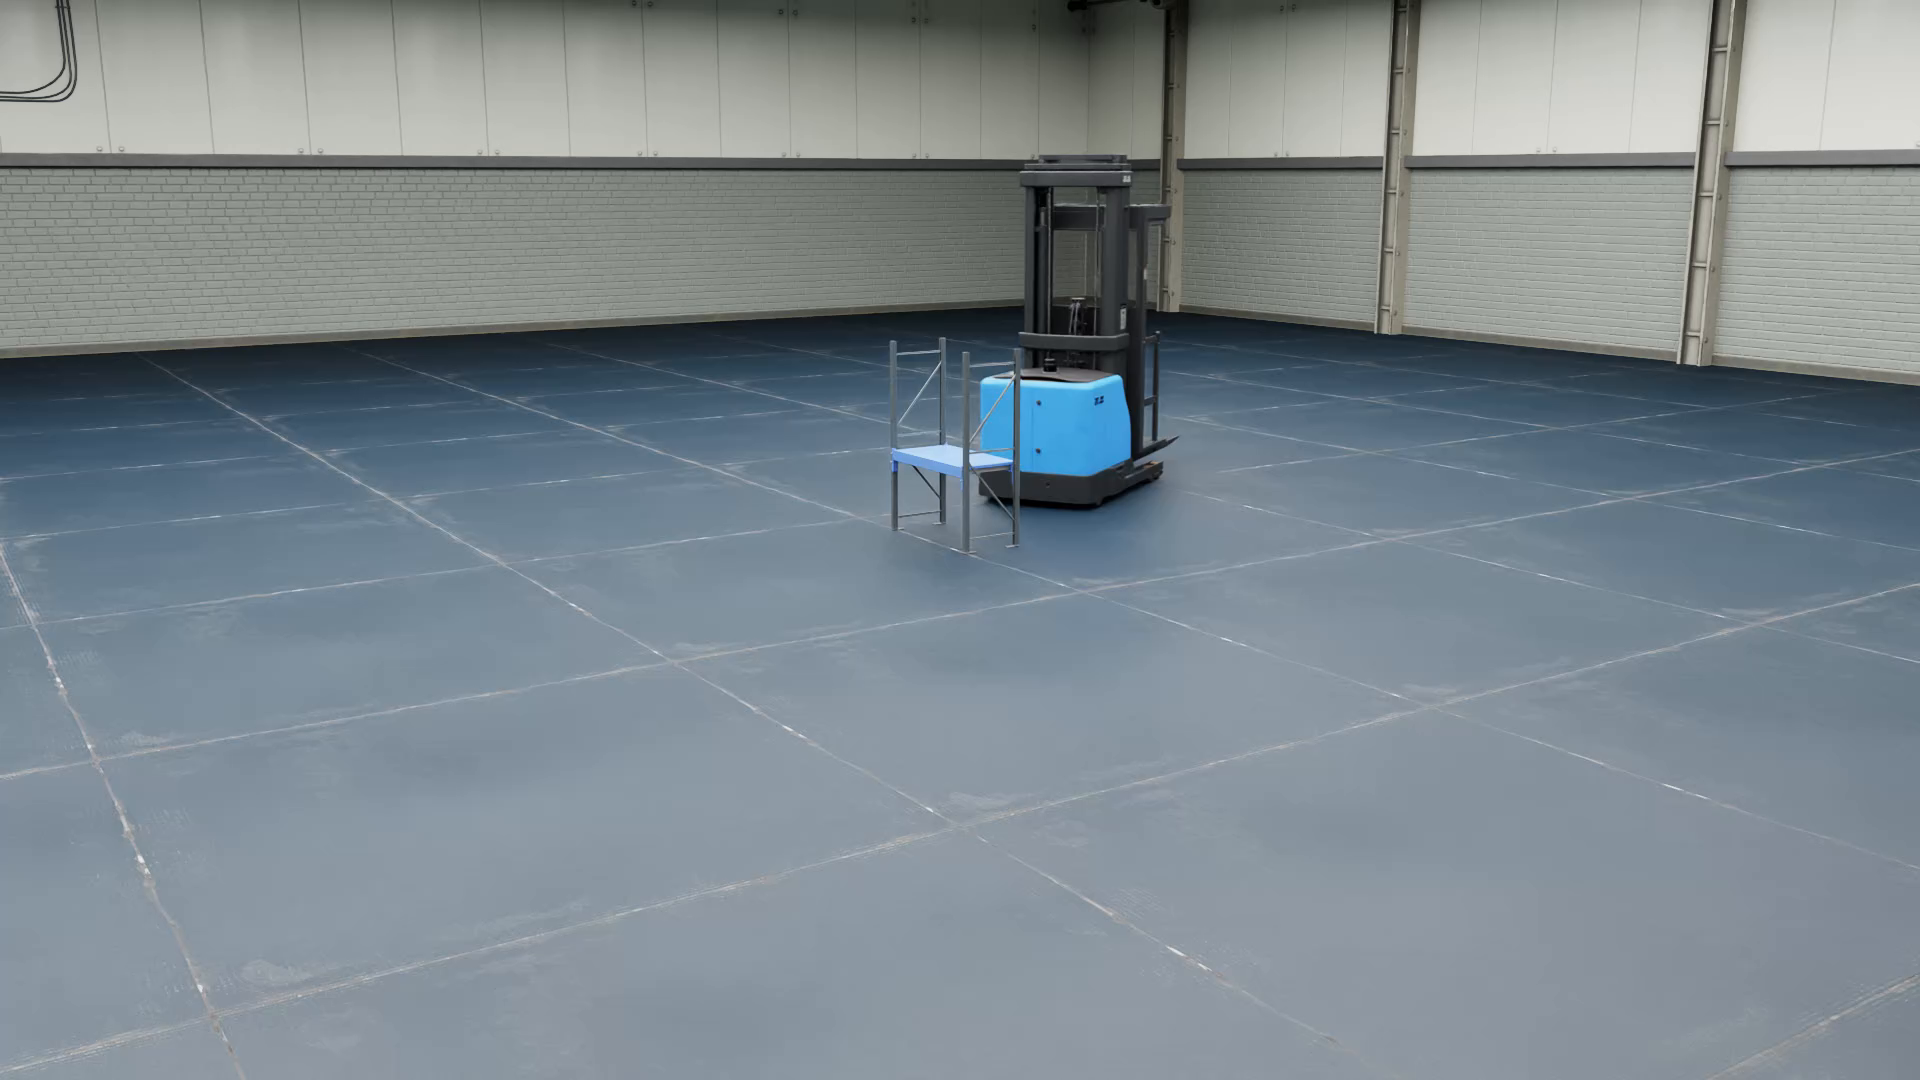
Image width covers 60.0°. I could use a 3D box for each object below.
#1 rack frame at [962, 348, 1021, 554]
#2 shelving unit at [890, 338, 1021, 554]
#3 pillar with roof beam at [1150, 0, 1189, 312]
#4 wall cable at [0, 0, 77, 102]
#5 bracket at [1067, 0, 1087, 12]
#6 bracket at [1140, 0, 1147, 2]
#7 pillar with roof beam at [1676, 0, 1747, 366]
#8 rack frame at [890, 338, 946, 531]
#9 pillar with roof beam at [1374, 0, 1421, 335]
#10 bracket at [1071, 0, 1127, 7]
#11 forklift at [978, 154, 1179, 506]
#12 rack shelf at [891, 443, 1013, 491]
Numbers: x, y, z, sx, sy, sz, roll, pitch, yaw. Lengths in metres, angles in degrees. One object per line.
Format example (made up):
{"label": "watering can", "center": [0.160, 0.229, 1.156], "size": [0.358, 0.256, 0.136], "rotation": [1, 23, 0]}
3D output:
{"label": "rack frame", "center": [0.234, -0.657, 12.357], "size": [0.500, 1.500, 0.032], "rotation": [-8, 15, -33]}
{"label": "shelving unit", "center": [-0.047, -0.748, 12.771], "size": [0.538, 1.500, 1.048], "rotation": [-8, 15, -33]}
{"label": "pillar with roof beam", "center": [0.757, -8.650, 31.354], "size": [9.100, 9.000, 0.548], "rotation": [-8, 15, -33]}
{"label": "wall cable", "center": [-14.502, -8.894, 24.508], "size": [2.305, 6.003, 0.169], "rotation": [-8, 15, -33]}
{"label": "bracket", "center": [2.502, -11.372, 35.372], "size": [0.235, 0.232, 0.430], "rotation": [-8, 15, -33]}
{"label": "bracket", "center": [3.815, -10.950, 33.445], "size": [0.235, 0.232, 0.430], "rotation": [-8, 15, -33]}
{"label": "pillar with roof beam", "center": [7.405, -6.516, 21.595], "size": [9.100, 9.000, 0.400], "rotation": [-8, 15, -33]}
{"label": "rack frame", "center": [-0.329, -0.838, 13.184], "size": [0.500, 1.500, 0.032], "rotation": [-8, 15, -33]}
{"label": "pillar with roof beam", "center": [4.081, -7.583, 26.474], "size": [9.100, 9.000, 0.400], "rotation": [-8, 15, -33]}
{"label": "bracket", "center": [2.829, -11.266, 34.892], "size": [0.076, 0.066, 3.189], "rotation": [-8, 15, -33]}
{"label": "forklift", "center": [1.239, -1.991, 15.107], "size": [1.130, 2.935, 3.031], "rotation": [6, 14, 24]}
{"label": "rack shelf", "center": [-0.047, -0.572, 12.809], "size": [0.538, 0.185, 1.000], "rotation": [-8, 15, -33]}
